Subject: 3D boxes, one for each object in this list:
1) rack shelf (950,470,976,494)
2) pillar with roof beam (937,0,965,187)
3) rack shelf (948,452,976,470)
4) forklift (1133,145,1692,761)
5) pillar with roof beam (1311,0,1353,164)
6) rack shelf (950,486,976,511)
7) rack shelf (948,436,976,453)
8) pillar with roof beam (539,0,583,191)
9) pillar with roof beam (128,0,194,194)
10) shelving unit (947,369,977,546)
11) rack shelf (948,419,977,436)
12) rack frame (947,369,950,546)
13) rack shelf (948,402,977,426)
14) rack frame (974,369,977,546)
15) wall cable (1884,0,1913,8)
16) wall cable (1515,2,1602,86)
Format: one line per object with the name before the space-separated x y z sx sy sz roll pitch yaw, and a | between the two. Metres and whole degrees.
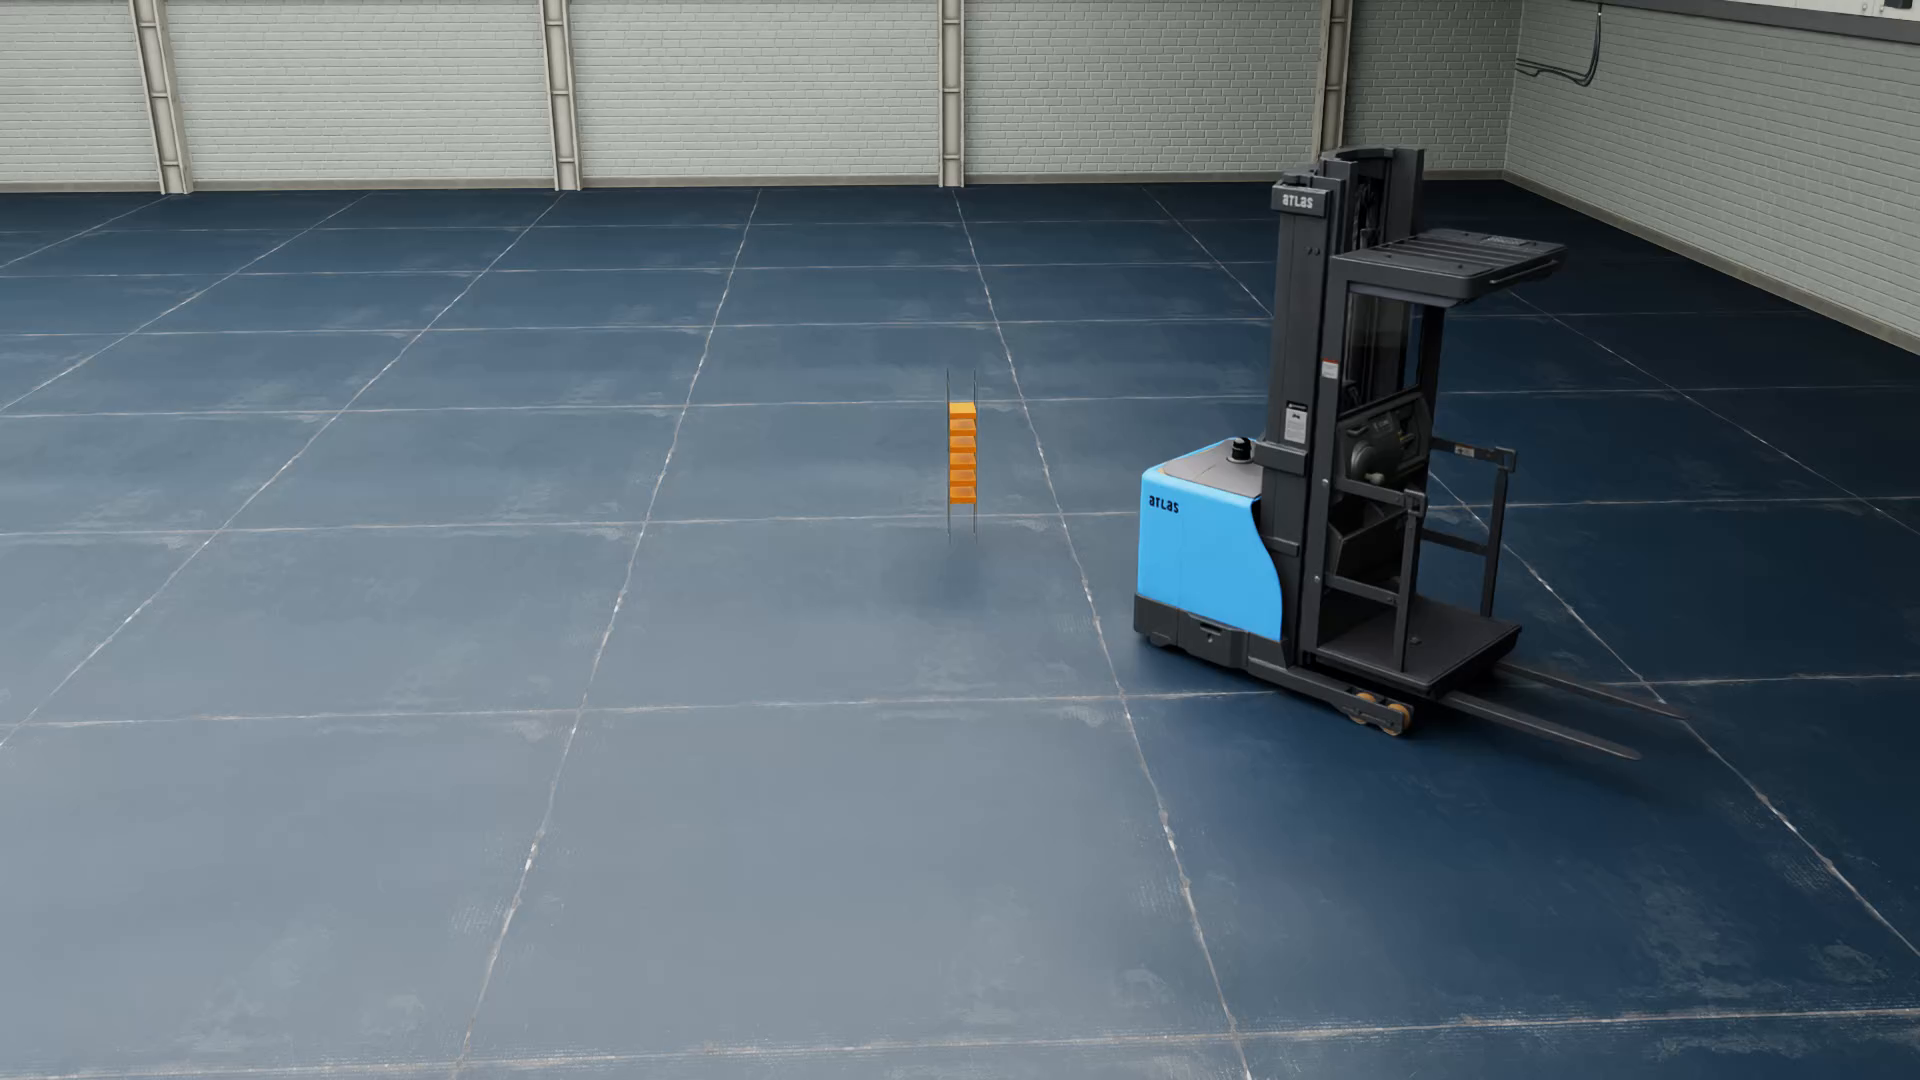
rack shelf | 0.014 -0.407 11.467 0.180 0.103 0.258 -1 21 -3
pillar with roof beam | 0.107 -8.308 20.796 0.400 9.000 9.100 -1 21 -3
rack shelf | 0.014 -0.520 11.424 0.180 0.103 0.258 -1 21 -3
forklift | 2.460 -0.536 8.910 3.031 2.935 1.130 19 28 40
pillar with roof beam | 6.097 -8.430 21.116 0.400 9.000 9.100 -1 21 -3
rack shelf | 0.014 -0.295 11.509 0.180 0.103 0.258 -1 21 -3
rack shelf | 0.014 -0.632 11.381 0.180 0.103 0.258 -1 21 -3
pillar with roof beam | -5.884 -8.186 20.476 0.400 9.000 9.100 -1 21 -3
pillar with roof beam | -11.874 -8.064 20.155 0.400 9.000 9.100 -1 21 -3
shelving unit | 0.014 -0.561 11.408 0.189 1.200 0.258 -1 21 -3
rack shelf | 0.014 -0.744 11.339 0.180 0.103 0.258 -1 21 -3
rack frame | -0.077 -0.559 11.403 0.006 1.200 0.240 -1 21 -3
rack shelf | 0.014 -0.856 11.296 0.180 0.103 0.258 -1 21 -3
rack frame | 0.106 -0.563 11.413 0.006 1.200 0.240 -1 21 -3
wall cable | 9.394 -7.766 14.592 0.169 6.003 2.305 -1 21 -3
wall cable | 8.868 -8.098 24.608 0.112 2.526 3.097 -1 21 -3
